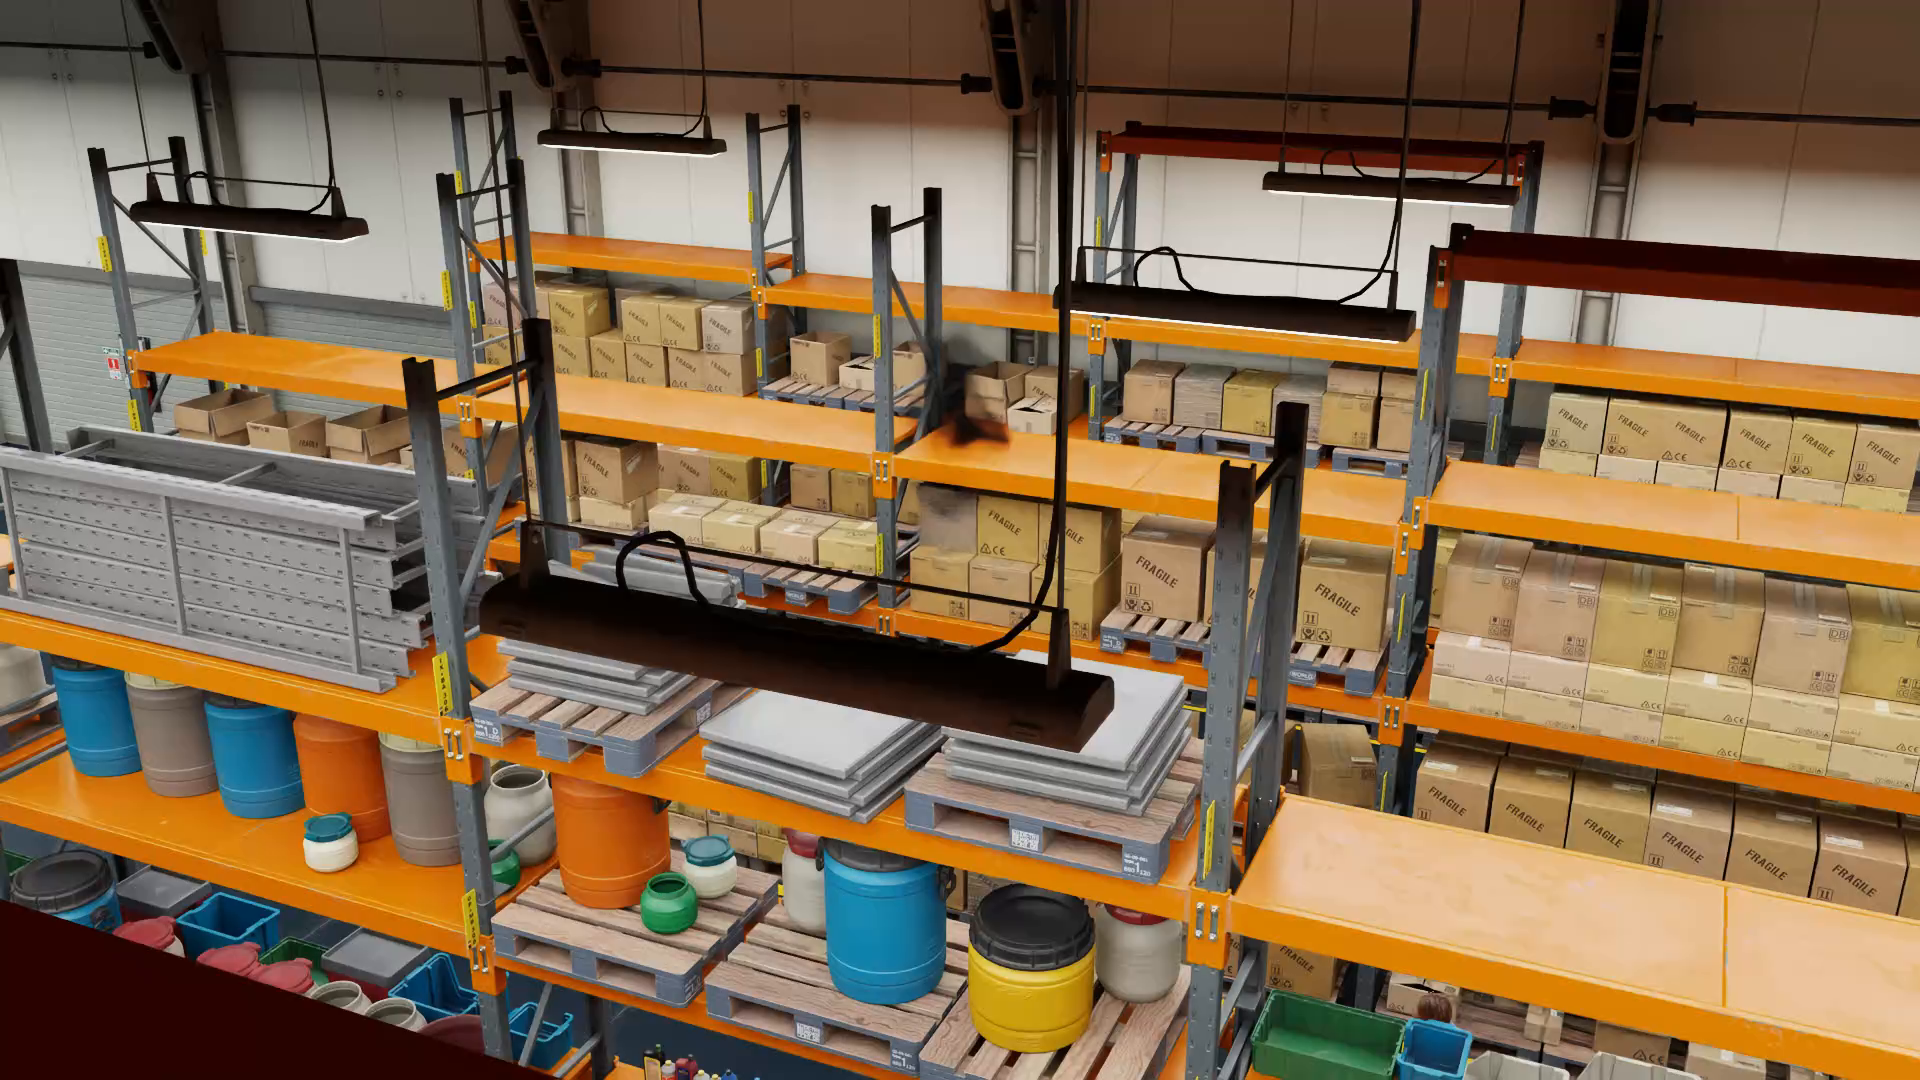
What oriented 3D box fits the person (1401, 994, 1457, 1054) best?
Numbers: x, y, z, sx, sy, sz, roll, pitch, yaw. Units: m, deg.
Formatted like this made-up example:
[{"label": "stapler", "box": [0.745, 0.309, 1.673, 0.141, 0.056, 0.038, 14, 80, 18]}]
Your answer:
[{"label": "person", "box": [3.028, 3.621, 10.754, 0.875, 1.603, 0.542, 5, 21, 13]}]
